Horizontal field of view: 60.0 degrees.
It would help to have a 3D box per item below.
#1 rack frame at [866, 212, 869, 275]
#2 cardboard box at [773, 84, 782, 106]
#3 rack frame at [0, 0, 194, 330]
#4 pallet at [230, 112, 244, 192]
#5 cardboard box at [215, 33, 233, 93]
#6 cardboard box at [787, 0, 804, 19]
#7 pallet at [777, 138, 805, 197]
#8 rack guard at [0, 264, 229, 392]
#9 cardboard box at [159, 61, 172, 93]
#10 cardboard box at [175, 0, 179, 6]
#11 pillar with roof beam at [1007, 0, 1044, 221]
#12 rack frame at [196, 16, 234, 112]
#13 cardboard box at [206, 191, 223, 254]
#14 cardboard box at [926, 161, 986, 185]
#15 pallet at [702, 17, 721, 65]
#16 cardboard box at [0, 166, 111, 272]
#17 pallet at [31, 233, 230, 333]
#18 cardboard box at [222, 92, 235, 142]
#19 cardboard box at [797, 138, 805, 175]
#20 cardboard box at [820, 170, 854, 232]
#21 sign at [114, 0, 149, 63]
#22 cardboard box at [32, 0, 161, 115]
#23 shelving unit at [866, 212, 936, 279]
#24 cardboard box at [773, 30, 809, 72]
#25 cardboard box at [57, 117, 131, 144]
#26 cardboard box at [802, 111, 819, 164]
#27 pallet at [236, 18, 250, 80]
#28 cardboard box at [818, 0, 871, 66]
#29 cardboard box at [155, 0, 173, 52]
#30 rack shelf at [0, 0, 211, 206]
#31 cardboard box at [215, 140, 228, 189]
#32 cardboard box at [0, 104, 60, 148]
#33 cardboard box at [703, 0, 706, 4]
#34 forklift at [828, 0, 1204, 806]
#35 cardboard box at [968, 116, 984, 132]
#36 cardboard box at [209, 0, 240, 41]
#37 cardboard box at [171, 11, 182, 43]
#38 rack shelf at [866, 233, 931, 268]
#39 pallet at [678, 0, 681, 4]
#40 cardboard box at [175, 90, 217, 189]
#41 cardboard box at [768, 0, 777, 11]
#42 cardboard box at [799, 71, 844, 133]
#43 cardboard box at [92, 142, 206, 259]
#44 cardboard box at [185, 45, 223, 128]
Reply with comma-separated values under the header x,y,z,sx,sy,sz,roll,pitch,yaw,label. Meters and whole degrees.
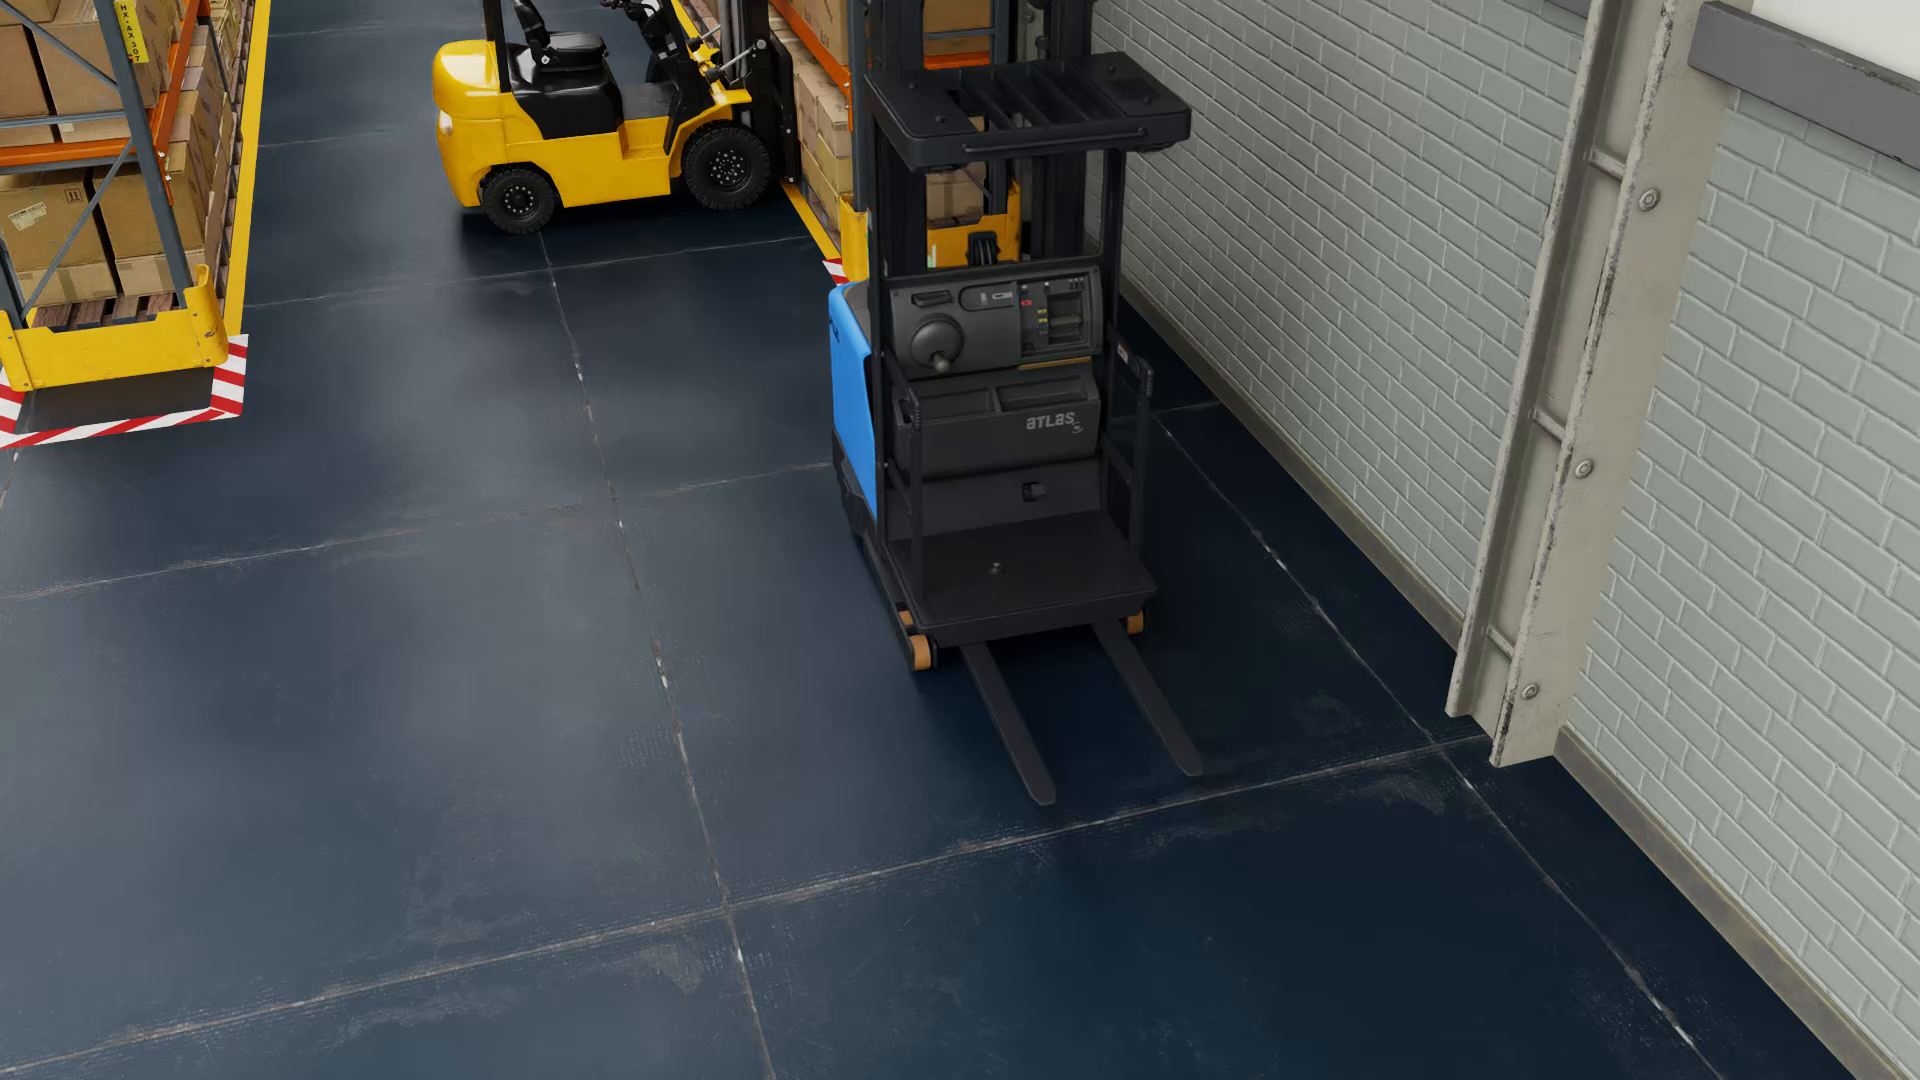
x,y,z,sx,sy,sz,roll,pitch,yaw,label
-0.371,-1.224,9.013,0.240,1.200,0.015,-9,34,-13,rack frame
-1.105,-3.313,12.203,0.500,0.250,0.500,-10,35,-15,cardboard box
-4.915,-2.241,8.921,1.000,3.000,0.127,-10,35,-15,rack frame
-5.897,-2.831,12.343,1.003,0.211,1.213,-10,35,-15,pallet
-6.297,-3.695,13.124,0.950,0.372,0.625,-10,35,-14,cardboard box
-0.895,-3.877,11.305,0.500,0.500,0.500,-11,35,-16,cardboard box
-0.831,-2.948,12.520,1.003,0.211,1.213,-10,35,-15,pallet
-4.938,-1.238,9.670,1.175,0.500,0.348,-10,35,-15,rack guard
-4.949,-2.774,9.954,0.380,0.149,0.250,-9,35,-14,cardboard box
-5.437,-3.775,10.881,0.500,0.500,0.500,-9,35,-13,cardboard box
-3.643,-5.374,8.220,9.100,9.000,0.400,-10,35,-15,pillar with roof beam
-6.135,-4.341,12.099,1.000,3.000,0.127,-10,35,-15,rack frame
-5.046,-2.008,10.682,0.500,0.250,0.500,-9,34,-13,cardboard box
-0.135,-2.596,11.118,0.500,0.250,0.500,-9,35,-14,cardboard box
-1.671,-4.395,14.709,1.003,0.211,1.213,-10,35,-15,pallet
-5.408,-1.959,9.927,0.500,0.500,0.500,-10,35,-14,cardboard box
-5.152,-1.550,10.404,1.003,0.211,1.213,-10,35,-15,pallet
-5.699,-3.104,12.340,0.500,0.250,0.500,-8,34,-13,cardboard box
-0.920,-2.826,11.919,0.500,0.250,0.500,-10,35,-14,cardboard box
-0.633,-2.299,11.122,0.500,0.250,0.500,-10,35,-14,cardboard box
-4.398,-2.694,8.820,0.100,0.325,0.005,-10,35,-15,sign
-4.795,-2.702,9.258,0.500,0.500,0.500,-11,35,-15,cardboard box
-0.305,-1.094,8.817,0.258,1.200,0.503,-9,34,-13,shelving unit
-1.099,-3.510,12.047,0.500,0.250,0.500,-11,35,-16,cardboard box
-4.821,-2.349,9.313,0.380,0.149,0.250,-10,35,-15,cardboard box
-0.778,-2.783,11.400,0.500,0.250,0.500,-10,35,-15,cardboard box
-6.750,-4.228,14.457,1.003,0.211,1.213,-10,35,-15,pallet
-0.589,-3.334,10.484,0.500,0.500,0.500,-11,35,-16,cardboard box
-5.113,-3.241,10.073,0.500,0.500,0.500,-11,35,-16,cardboard box
-5.525,-2.991,10.708,1.077,0.370,4.000,-10,35,-15,rack shelf
-5.376,-2.558,11.514,0.500,0.250,0.500,-9,35,-14,cardboard box
-5.233,-2.297,9.233,0.380,0.149,0.250,-9,34,-13,cardboard box
-2.040,-5.438,15.531,0.875,0.625,0.625,-11,35,-17,cardboard box
0.222,-0.882,6.926,1.130,2.935,3.031,-9,34,-13,forklift
-0.155,-2.807,10.984,0.500,0.250,0.500,-11,35,-15,cardboard box
-6.734,-4.437,14.246,0.950,0.372,0.625,-9,34,-13,cardboard box
-5.271,-3.318,10.778,0.380,0.149,0.250,-10,35,-14,cardboard box
-0.305,-1.441,8.588,0.258,0.148,0.480,-9,34,-13,rack shelf
-2.415,-5.676,16.648,1.003,0.211,1.213,-10,35,-15,pallet
-5.214,-2.603,10.901,0.500,0.500,0.500,-9,35,-14,cardboard box
-1.414,-4.046,12.859,0.500,0.250,0.500,-10,35,-15,cardboard box
-0.788,-2.979,11.244,0.500,0.250,0.500,-9,35,-14,cardboard box
-4.905,-2.064,10.086,0.500,0.500,0.500,-11,35,-16,cardboard box
-5.542,-3.150,11.729,0.500,0.500,0.500,-9,35,-14,cardboard box
